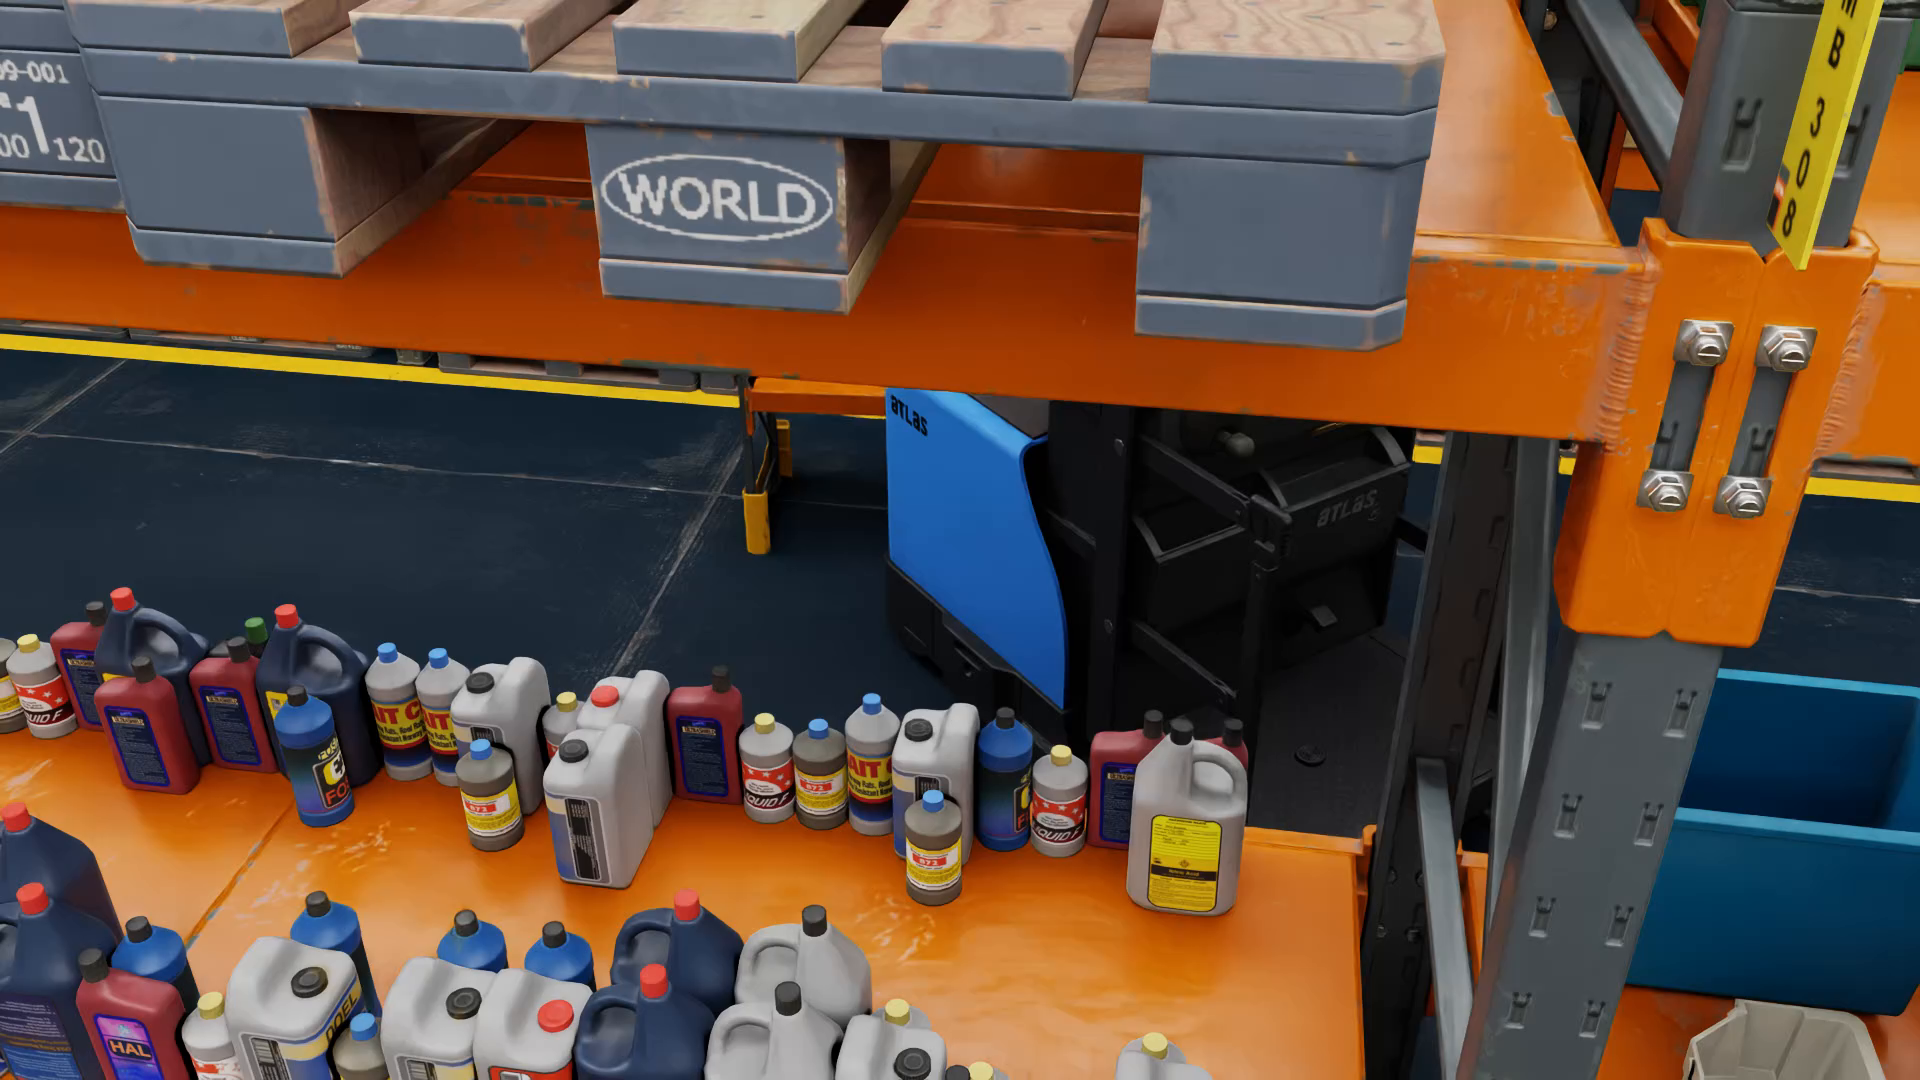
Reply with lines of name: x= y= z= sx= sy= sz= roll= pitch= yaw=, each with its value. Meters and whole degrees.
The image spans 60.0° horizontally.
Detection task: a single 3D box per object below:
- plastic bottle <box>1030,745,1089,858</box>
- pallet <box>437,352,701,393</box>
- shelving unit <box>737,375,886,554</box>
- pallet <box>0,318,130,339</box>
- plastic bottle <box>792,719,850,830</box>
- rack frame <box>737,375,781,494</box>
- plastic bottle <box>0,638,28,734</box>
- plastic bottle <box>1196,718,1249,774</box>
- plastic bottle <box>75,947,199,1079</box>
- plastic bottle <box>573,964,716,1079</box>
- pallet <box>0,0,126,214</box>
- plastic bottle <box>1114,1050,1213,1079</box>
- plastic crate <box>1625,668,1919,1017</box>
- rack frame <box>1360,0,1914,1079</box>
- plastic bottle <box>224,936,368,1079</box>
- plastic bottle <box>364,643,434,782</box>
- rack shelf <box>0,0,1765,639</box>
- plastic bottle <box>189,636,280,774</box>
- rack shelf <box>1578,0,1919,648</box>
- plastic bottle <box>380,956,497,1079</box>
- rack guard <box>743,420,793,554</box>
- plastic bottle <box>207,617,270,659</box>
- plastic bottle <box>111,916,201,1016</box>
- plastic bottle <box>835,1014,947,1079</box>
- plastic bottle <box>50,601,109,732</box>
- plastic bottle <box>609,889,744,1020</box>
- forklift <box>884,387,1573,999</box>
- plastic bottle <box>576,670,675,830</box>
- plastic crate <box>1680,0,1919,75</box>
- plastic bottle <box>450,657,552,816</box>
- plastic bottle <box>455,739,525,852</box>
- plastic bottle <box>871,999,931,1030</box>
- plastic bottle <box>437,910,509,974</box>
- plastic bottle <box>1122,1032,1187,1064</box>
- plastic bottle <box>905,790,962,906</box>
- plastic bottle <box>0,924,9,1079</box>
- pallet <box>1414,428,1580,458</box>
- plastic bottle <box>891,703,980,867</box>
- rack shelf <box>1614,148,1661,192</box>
plastic bottle: x=0.173 y=0.446 z=2.897 sx=0.097 sy=0.201 sz=0.097 roll=0 pitch=32 yaw=0
pallet: x=-1.665 y=-1.048 z=7.726 sx=1.213 sy=0.211 sz=1.003 roll=5 pitch=32 yaw=8
shelving unit: x=-0.233 y=-0.721 z=5.989 sx=1.083 sy=1.500 sz=0.587 roll=2 pitch=32 yaw=4
pallet: x=-4.399 y=-1.339 z=8.190 sx=1.213 sy=0.211 sz=1.003 roll=5 pitch=32 yaw=8
plastic bottle: x=-0.247 y=0.408 z=2.958 sx=0.097 sy=0.201 sz=0.097 roll=0 pitch=32 yaw=0
rack frame: x=-0.749 y=-0.742 z=6.022 sx=0.032 sy=1.500 sz=0.500 roll=2 pitch=32 yaw=4
plastic bottle: x=-1.847 y=0.263 z=3.189 sx=0.097 sy=0.201 sz=0.097 roll=0 pitch=32 yaw=0
plastic bottle: x=0.422 y=0.424 z=2.855 sx=0.133 sy=0.283 sz=0.061 roll=5 pitch=32 yaw=8
plastic bottle: x=-1.186 y=0.707 z=2.404 sx=0.133 sy=0.283 sz=0.061 roll=5 pitch=32 yaw=8
plastic bottle: x=-0.432 y=0.724 z=2.313 sx=0.185 sy=0.351 sz=0.144 roll=5 pitch=32 yaw=8
pallet: x=-1.196 y=-0.679 z=1.859 sx=1.213 sy=0.211 sz=1.003 roll=5 pitch=32 yaw=8
plastic bottle: x=0.268 y=0.817 z=2.234 sx=0.135 sy=0.276 sz=0.152 roll=5 pitch=32 yaw=8
plastic crate: x=1.229 y=0.475 z=2.622 sx=0.575 sy=0.384 sz=0.392 roll=5 pitch=32 yaw=8
rack frame: x=0.711 y=0.631 z=2.415 sx=0.127 sy=3.000 sz=1.000 roll=5 pitch=32 yaw=8
plastic bottle: x=-0.950 y=0.707 z=2.411 sx=0.135 sy=0.276 sz=0.152 roll=5 pitch=32 yaw=8
plastic bottle: x=-1.028 y=0.308 z=3.052 sx=0.097 sy=0.271 sz=0.097 roll=0 pitch=32 yaw=0
rack shelf: x=-1.260 y=-0.515 z=2.096 sx=4.000 sy=0.370 sz=1.077 roll=5 pitch=32 yaw=8
plastic bottle: x=-1.331 y=0.298 z=3.056 sx=0.133 sy=0.283 sz=0.061 roll=5 pitch=32 yaw=8
rack shelf: x=2.683 y=-0.157 z=1.525 sx=4.000 sy=0.370 sz=1.077 roll=5 pitch=32 yaw=8
plastic bottle: x=-0.722 y=0.727 z=2.378 sx=0.135 sy=0.276 sz=0.152 roll=5 pitch=32 yaw=8
rack guard: x=-0.730 y=-0.211 z=6.352 sx=0.087 sy=0.250 sz=0.587 roll=2 pitch=32 yaw=4
plastic bottle: x=-1.321 y=0.266 z=3.107 sx=0.133 sy=0.283 sz=0.061 roll=5 pitch=32 yaw=8
plastic bottle: x=-1.190 y=0.669 z=2.476 sx=0.097 sy=0.271 sz=0.097 roll=0 pitch=32 yaw=0
plastic bottle: x=-0.092 y=0.784 z=2.287 sx=0.135 sy=0.276 sz=0.152 roll=5 pitch=32 yaw=8
plastic bottle: x=-1.635 y=0.238 z=3.153 sx=0.133 sy=0.283 sz=0.061 roll=5 pitch=32 yaw=8
plastic bottle: x=-0.408 y=0.649 z=2.433 sx=0.185 sy=0.351 sz=0.144 roll=5 pitch=32 yaw=8
forklift: x=0.978 y=-0.429 z=4.173 sx=1.130 sy=2.935 sz=3.031 roll=-19 pitch=37 yaw=-28
plastic bottle: x=-0.594 y=0.360 z=2.965 sx=0.135 sy=0.276 sz=0.152 roll=5 pitch=32 yaw=8
plastic crate: x=1.180 y=-0.671 z=1.868 sx=0.662 sy=0.188 sz=0.450 roll=5 pitch=32 yaw=8
plastic bottle: x=-0.822 y=0.339 z=2.998 sx=0.135 sy=0.276 sz=0.152 roll=5 pitch=32 yaw=8
plastic bottle: x=-0.825 y=0.438 z=2.911 sx=0.097 sy=0.201 sz=0.097 roll=0 pitch=32 yaw=0
plastic bottle: x=-0.089 y=0.749 z=2.413 sx=0.097 sy=0.201 sz=0.097 roll=0 pitch=32 yaw=0
plastic bottle: x=-0.719 y=0.662 z=2.486 sx=0.097 sy=0.271 sz=0.097 roll=0 pitch=32 yaw=0
plastic bottle: x=0.271 y=0.782 z=2.361 sx=0.097 sy=0.201 sz=0.097 roll=0 pitch=32 yaw=0
plastic bottle: x=-0.044 y=0.508 z=2.798 sx=0.097 sy=0.201 sz=0.097 roll=0 pitch=32 yaw=0
plastic bottle: x=-1.493 y=0.658 z=2.489 sx=0.135 sy=0.276 sz=0.152 roll=5 pitch=32 yaw=8
pallet: x=2.225 y=-0.716 z=7.195 sx=1.213 sy=0.211 sz=1.003 roll=5 pitch=32 yaw=8
plastic bottle: x=-0.042 y=0.410 z=2.885 sx=0.135 sy=0.276 sz=0.152 roll=5 pitch=32 yaw=8
rack shelf: x=3.520 y=-1.476 z=6.459 sx=4.000 sy=0.370 sz=1.077 roll=5 pitch=32 yaw=8
